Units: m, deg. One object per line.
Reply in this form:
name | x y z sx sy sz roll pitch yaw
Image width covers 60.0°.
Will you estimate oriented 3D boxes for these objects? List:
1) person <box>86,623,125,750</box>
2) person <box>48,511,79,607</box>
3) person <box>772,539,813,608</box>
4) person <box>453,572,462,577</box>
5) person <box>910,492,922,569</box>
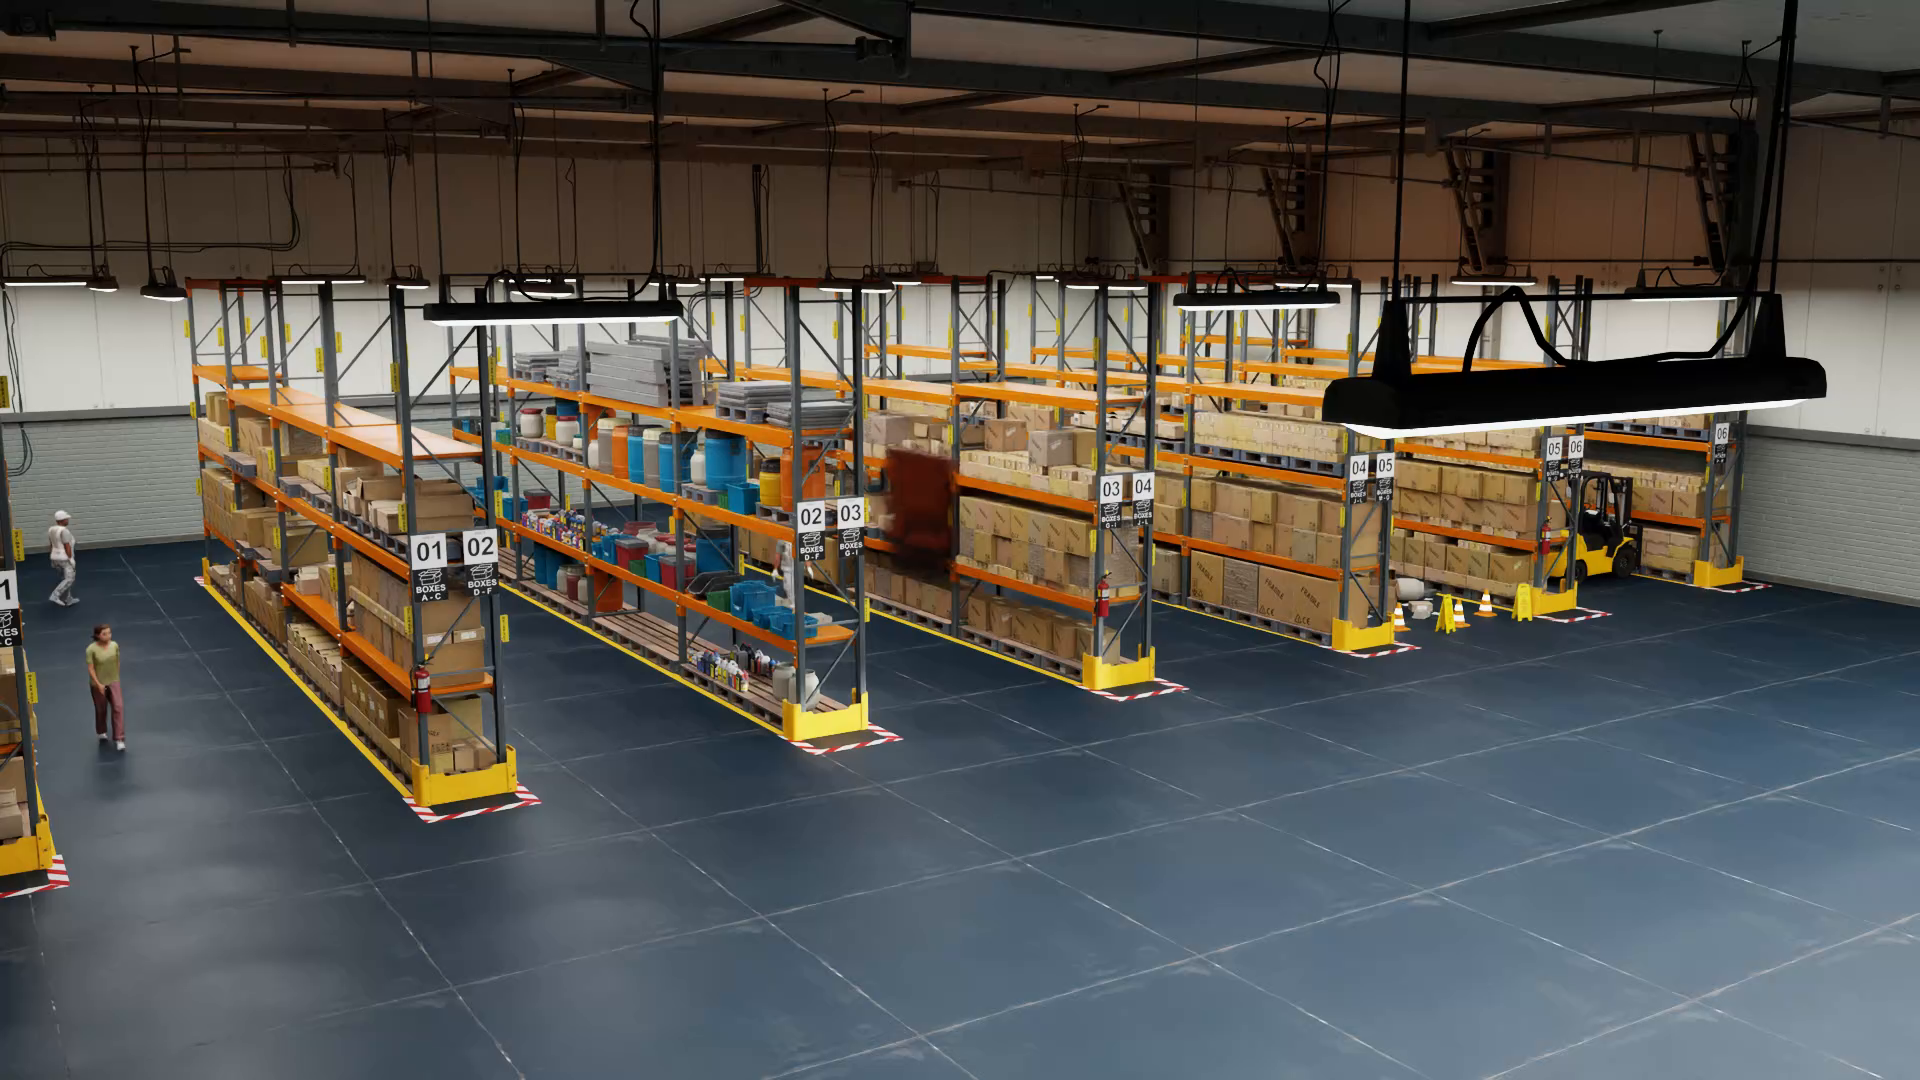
person | -11.200 1.887 21.830 0.438 1.615 0.961 -8 13 -41
person | -16.485 0.367 30.468 0.610 1.776 0.858 3 10 18
person | -2.807 0.514 27.766 0.647 1.735 0.828 -5 11 -27
person | -9.692 0.256 31.879 0.509 1.495 0.784 -4 10 -22
person | -0.896 -0.114 33.437 0.565 1.719 1.068 -7 12 -34
